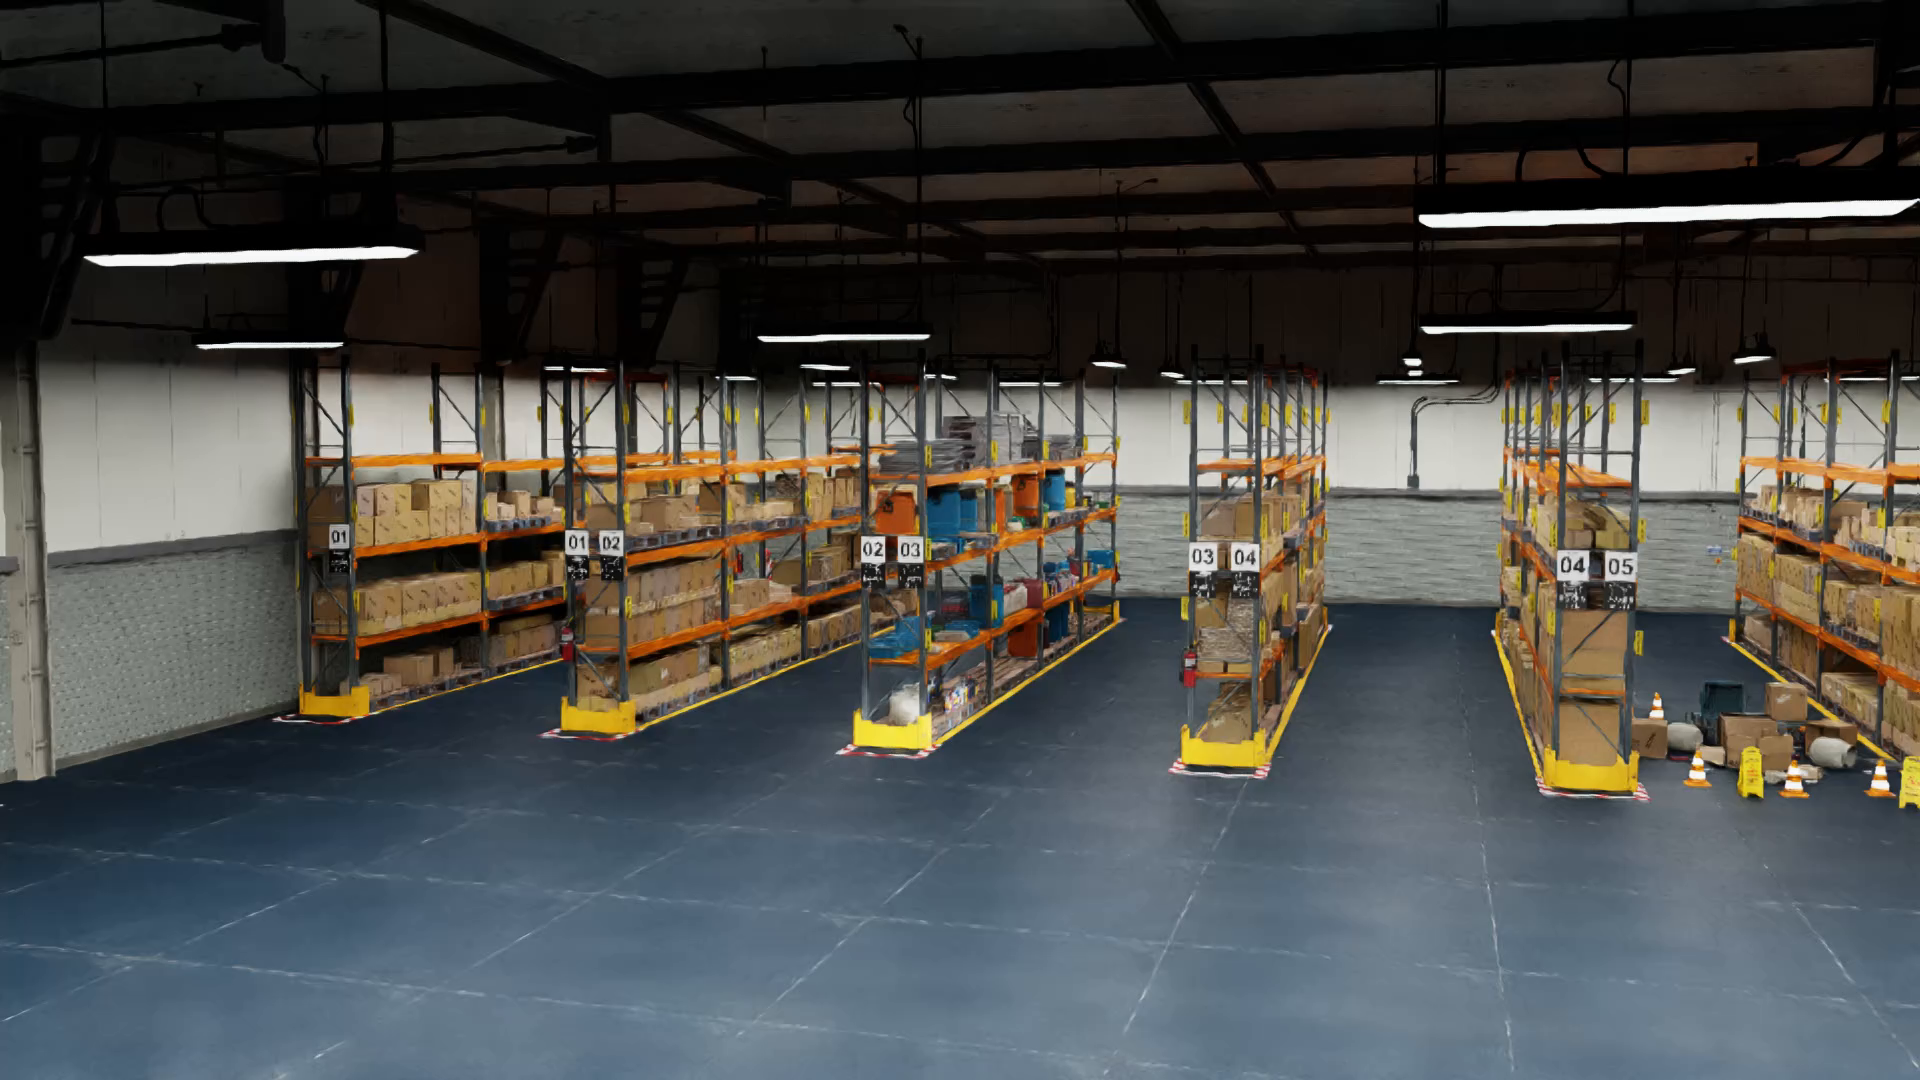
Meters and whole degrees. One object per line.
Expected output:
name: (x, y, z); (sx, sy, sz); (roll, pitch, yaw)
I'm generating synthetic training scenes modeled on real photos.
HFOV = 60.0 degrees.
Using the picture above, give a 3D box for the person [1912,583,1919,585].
person: (20.503, 1.438, 35.784); (0.523, 1.768, 0.666); (0, 4, 0)

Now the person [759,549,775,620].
person: (-4.694, 1.081, 40.741); (0.567, 1.736, 1.044); (1, 4, 15)

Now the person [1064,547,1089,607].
person: (2.915, 0.992, 42.464); (0.572, 1.669, 0.954); (3, 5, 36)
